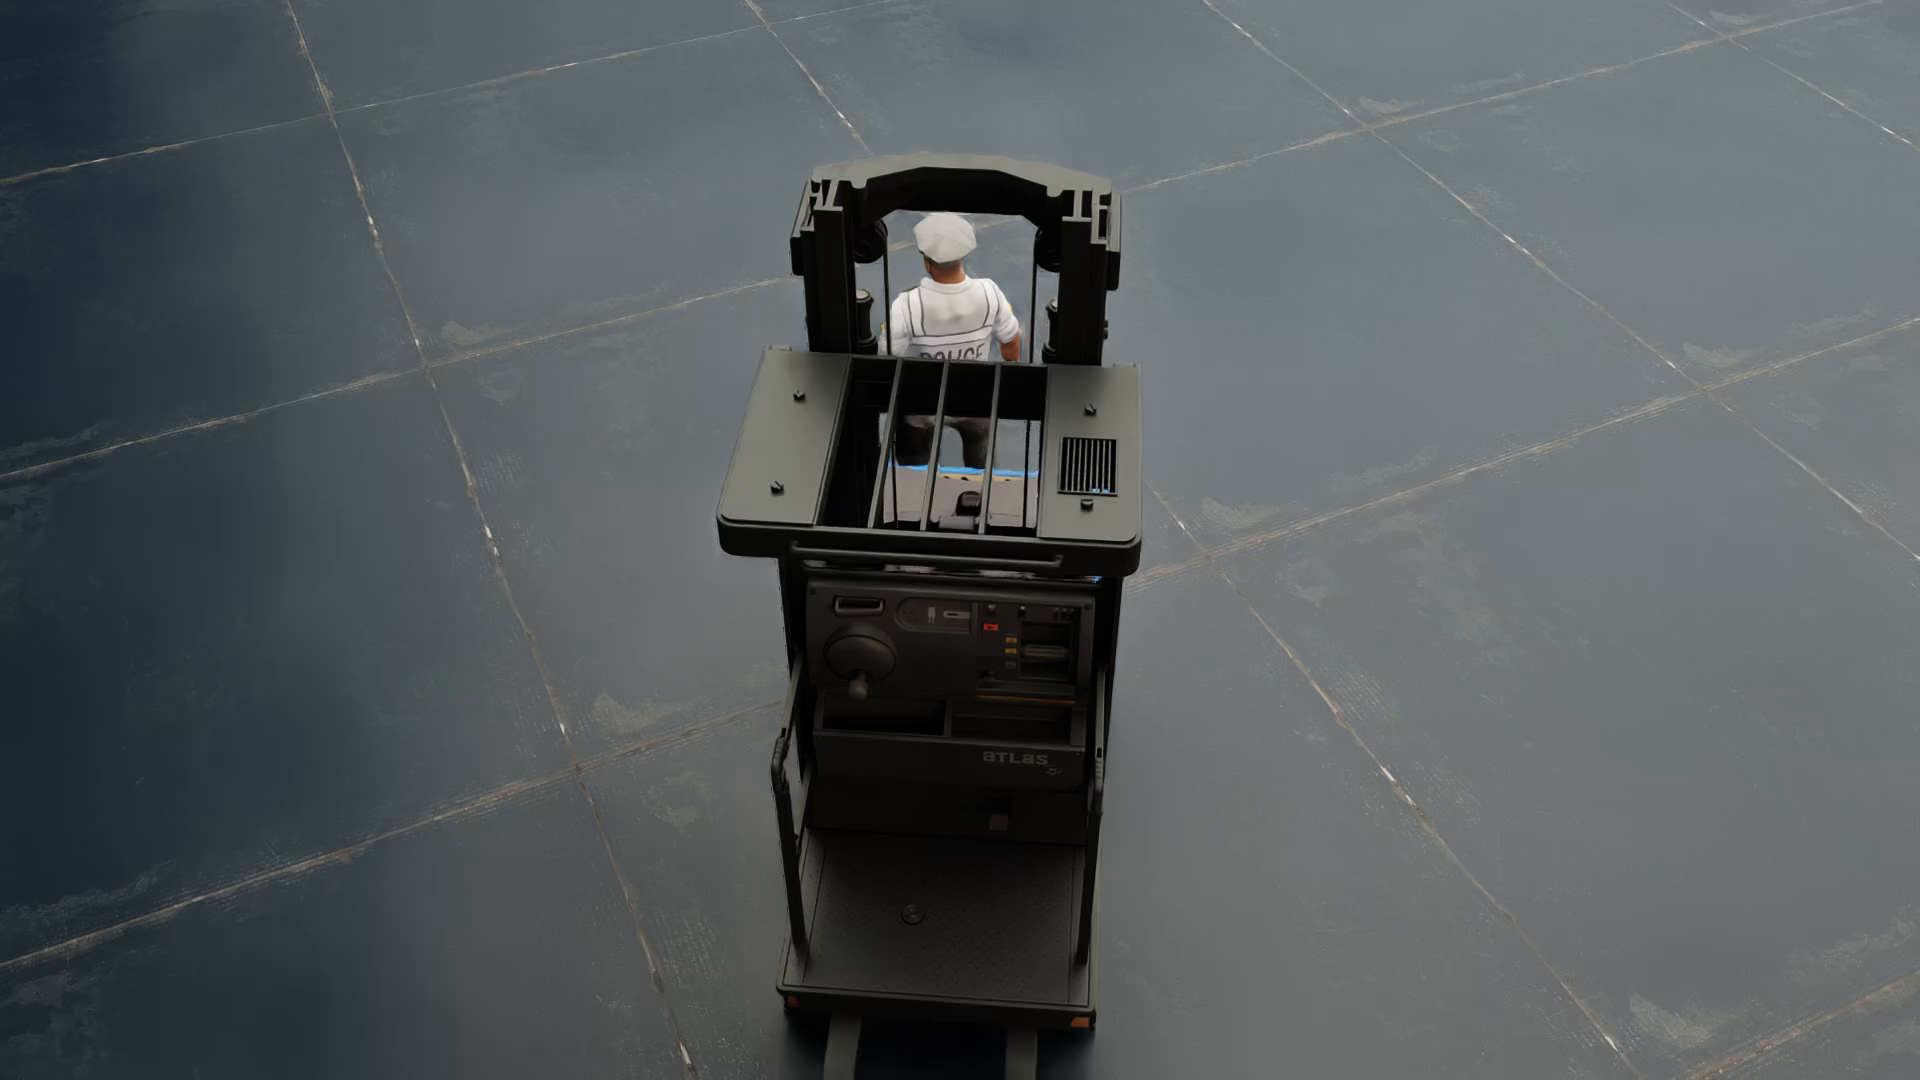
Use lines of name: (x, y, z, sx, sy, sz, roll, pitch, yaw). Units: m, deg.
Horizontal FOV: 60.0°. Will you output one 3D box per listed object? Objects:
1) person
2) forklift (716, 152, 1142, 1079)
person: (-0.098, -0.725, 7.350, 0.698, 1.752, 0.602, -13, 45, -14)
forklift: (-0.049, 0.427, 5.222, 1.130, 2.935, 3.031, 3, 43, 3)
